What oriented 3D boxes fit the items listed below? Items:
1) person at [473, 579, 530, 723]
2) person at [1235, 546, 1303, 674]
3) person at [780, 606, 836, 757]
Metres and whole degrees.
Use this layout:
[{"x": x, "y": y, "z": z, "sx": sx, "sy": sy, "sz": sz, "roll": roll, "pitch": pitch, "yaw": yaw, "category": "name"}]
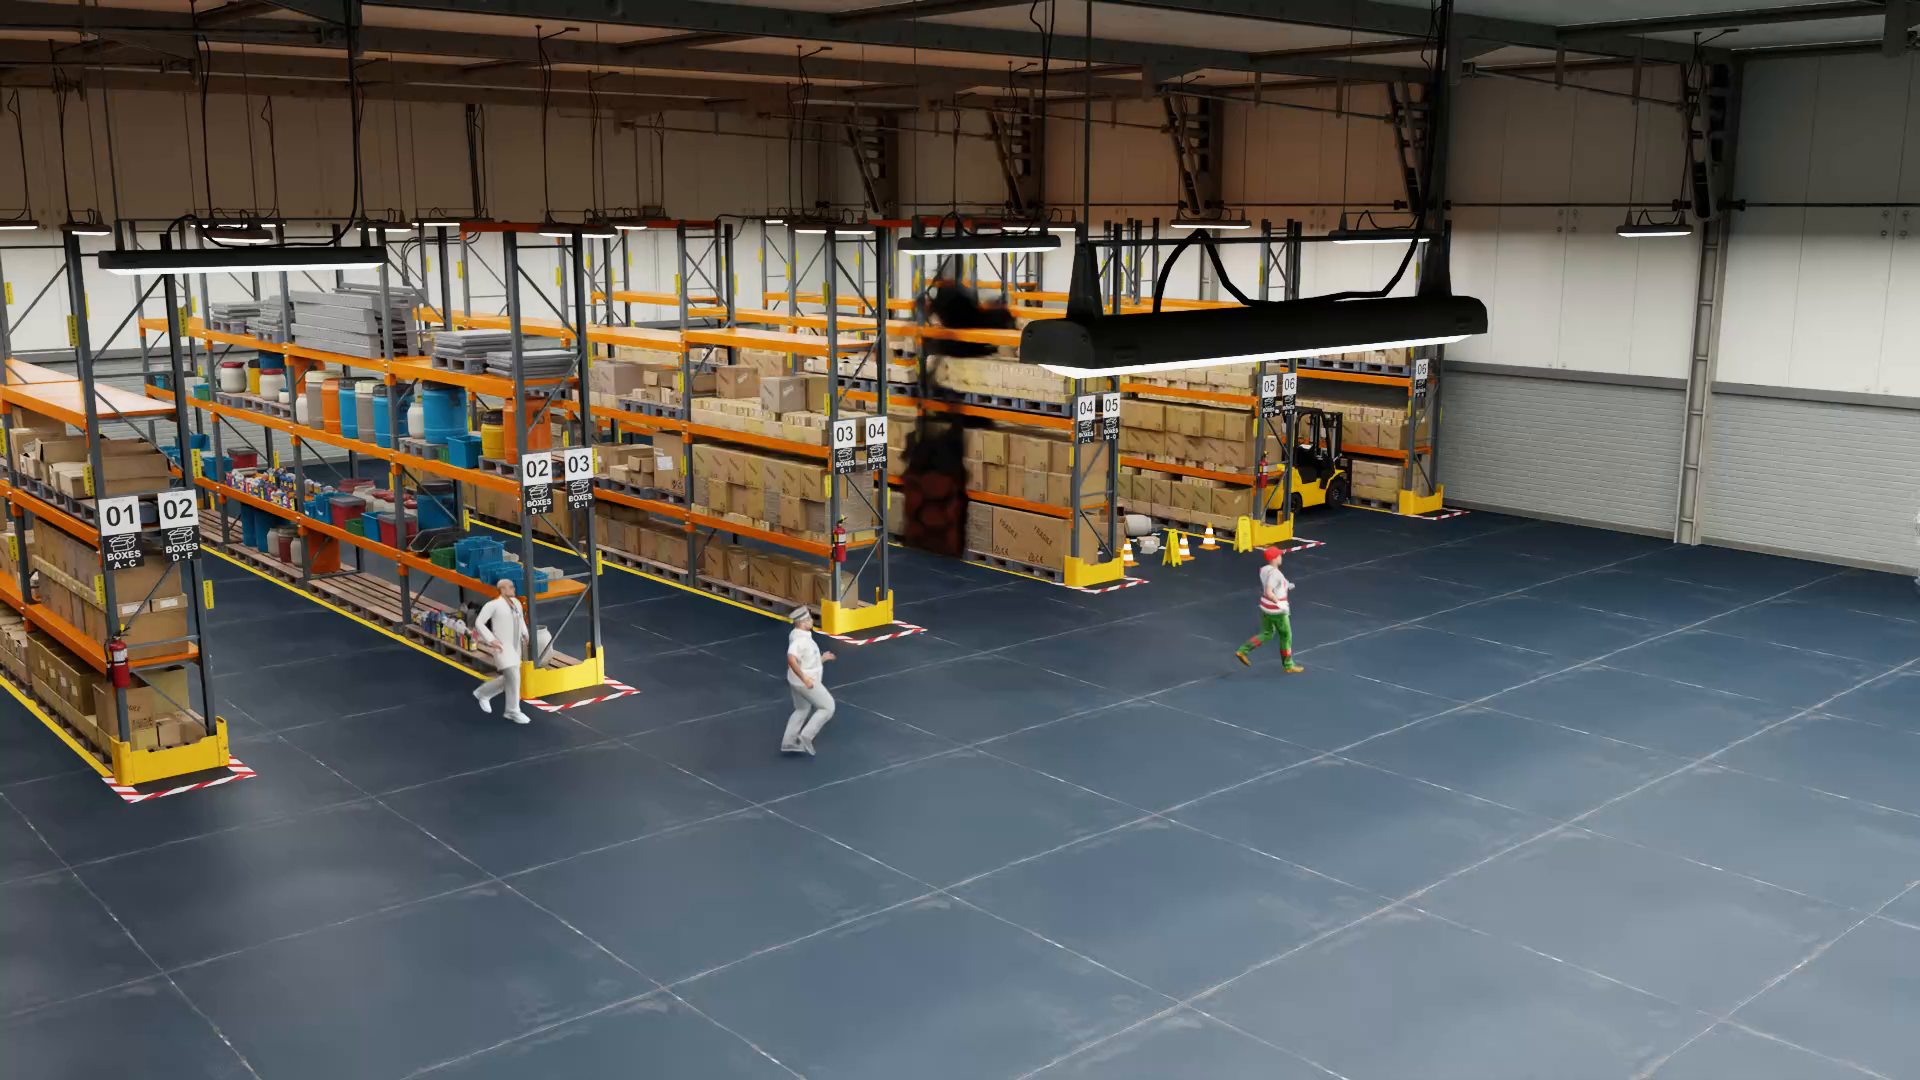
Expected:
[{"x": -5.702, "y": 1.360, "z": 20.775, "sx": 0.844, "sy": 1.765, "sz": 0.728, "roll": 4, "pitch": 12, "yaw": 19, "category": "person"}, {"x": 4.241, "y": 0.957, "z": 22.591, "sx": 0.967, "sy": 1.768, "sz": 0.655, "roll": -3, "pitch": 12, "yaw": -13, "category": "person"}, {"x": -1.759, "y": 1.635, "z": 19.321, "sx": 0.682, "sy": 1.775, "sz": 0.637, "roll": -4, "pitch": 12, "yaw": -21, "category": "person"}]
